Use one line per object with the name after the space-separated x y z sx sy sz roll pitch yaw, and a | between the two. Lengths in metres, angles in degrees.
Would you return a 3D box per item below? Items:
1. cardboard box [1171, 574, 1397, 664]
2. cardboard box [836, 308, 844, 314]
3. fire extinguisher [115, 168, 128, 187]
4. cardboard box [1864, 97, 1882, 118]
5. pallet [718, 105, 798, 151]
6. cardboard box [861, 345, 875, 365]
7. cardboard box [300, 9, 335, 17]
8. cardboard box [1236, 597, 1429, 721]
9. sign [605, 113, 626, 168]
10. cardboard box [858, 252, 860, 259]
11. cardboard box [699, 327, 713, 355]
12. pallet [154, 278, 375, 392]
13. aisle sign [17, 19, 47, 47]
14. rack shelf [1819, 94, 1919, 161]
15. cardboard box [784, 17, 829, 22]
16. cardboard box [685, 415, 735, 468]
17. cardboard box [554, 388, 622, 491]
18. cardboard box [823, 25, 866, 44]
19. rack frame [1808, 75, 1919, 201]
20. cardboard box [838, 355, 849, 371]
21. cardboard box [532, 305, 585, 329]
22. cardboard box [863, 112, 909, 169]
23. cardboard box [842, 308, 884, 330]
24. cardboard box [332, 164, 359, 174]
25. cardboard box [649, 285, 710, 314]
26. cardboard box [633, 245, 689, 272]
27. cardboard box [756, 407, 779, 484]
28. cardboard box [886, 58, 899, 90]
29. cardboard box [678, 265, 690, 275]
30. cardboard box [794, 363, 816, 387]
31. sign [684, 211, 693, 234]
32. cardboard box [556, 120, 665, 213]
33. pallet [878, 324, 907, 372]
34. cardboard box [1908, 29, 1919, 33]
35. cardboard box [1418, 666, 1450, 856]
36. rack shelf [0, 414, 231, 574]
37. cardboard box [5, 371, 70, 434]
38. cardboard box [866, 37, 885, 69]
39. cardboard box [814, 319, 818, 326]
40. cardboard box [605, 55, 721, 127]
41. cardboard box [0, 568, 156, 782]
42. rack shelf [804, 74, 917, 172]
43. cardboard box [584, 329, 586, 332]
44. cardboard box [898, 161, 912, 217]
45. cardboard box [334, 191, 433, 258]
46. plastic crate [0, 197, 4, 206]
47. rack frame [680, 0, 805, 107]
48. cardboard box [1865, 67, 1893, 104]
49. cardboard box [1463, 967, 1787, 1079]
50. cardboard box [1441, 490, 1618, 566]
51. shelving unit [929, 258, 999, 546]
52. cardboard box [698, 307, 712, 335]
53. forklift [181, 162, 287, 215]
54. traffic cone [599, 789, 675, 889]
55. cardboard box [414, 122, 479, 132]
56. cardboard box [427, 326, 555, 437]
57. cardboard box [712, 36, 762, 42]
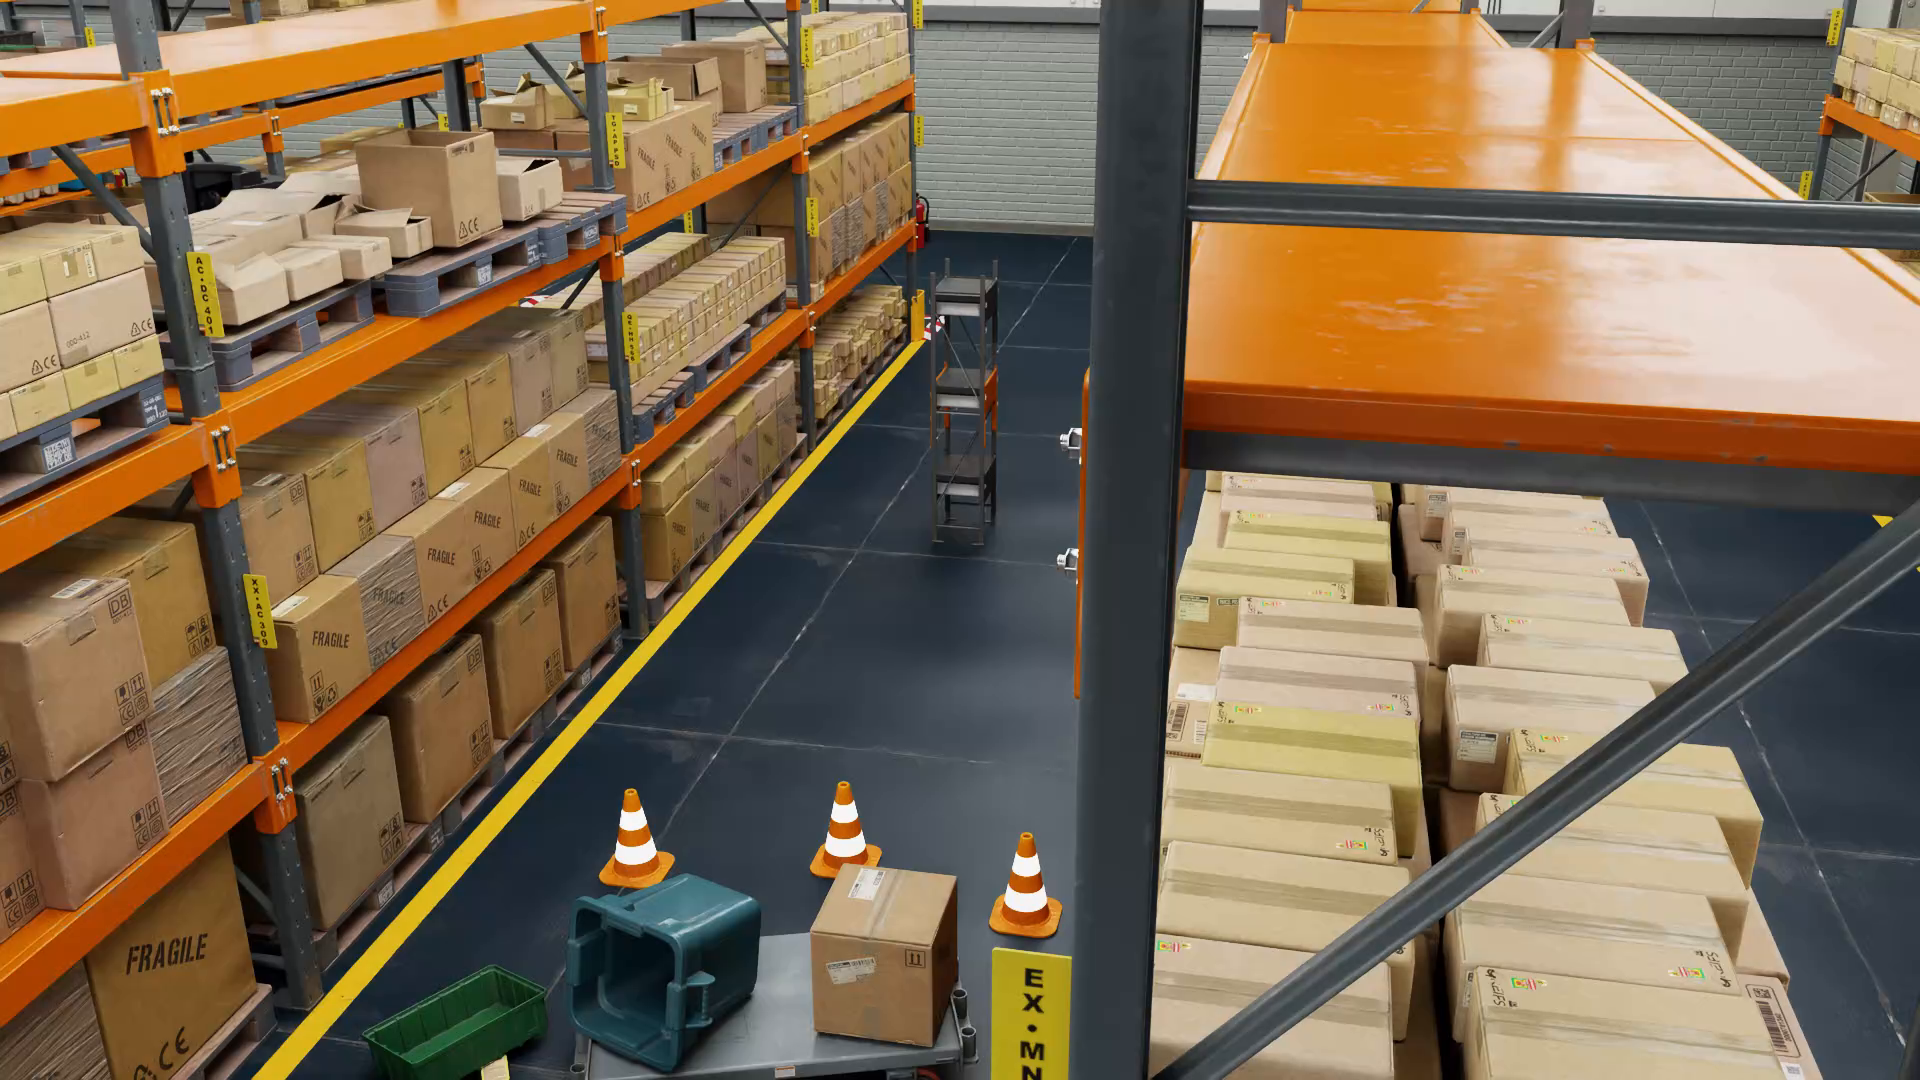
0.774 0.269 3.959 0.500 0.250 0.500 5 22 11 | cardboard box
-1.407 -2.343 17.513 0.380 0.149 0.250 5 22 12 | cardboard box
-10.182 -4.301 20.121 0.296 0.674 0.183 4 22 11 | fire extinguisher
8.165 -3.786 14.559 0.380 0.149 0.250 4 22 11 | cardboard box
-2.021 -3.321 13.320 1.213 0.211 1.003 4 22 11 | pallet
-1.073 -1.881 16.764 0.380 0.149 0.250 5 22 12 | cardboard box
-6.411 -4.815 15.950 0.700 0.500 0.500 6 23 14 | cardboard box
0.770 0.246 3.481 0.380 0.149 0.250 4 22 9 | cardboard box
-2.065 -2.394 9.969 0.100 0.325 0.005 4 22 11 | sign
-1.182 -2.783 16.085 0.380 0.149 0.250 5 23 13 | cardboard box
-2.049 -1.483 12.295 0.380 0.149 0.250 5 22 12 | cardboard box
-3.284 -0.950 7.439 0.805 0.209 1.217 4 22 9 | pallet
-10.934 -5.745 19.622 0.394 0.787 0.004 4 22 11 | aisle sign
8.344 -3.306 13.995 1.077 0.370 4.000 4 22 11 | rack shelf
-1.510 -5.060 16.386 0.380 0.149 0.250 5 22 12 | cardboard box
-2.012 -0.754 12.490 0.500 0.250 0.500 5 22 11 | cardboard box
-2.436 -0.633 10.275 0.500 0.500 0.500 4 22 11 | cardboard box
-1.090 -4.731 15.567 0.380 0.149 0.250 4 22 9 | cardboard box
8.752 -2.980 16.237 1.000 3.000 0.127 4 22 11 | rack frame
-1.288 -1.741 16.018 0.380 0.149 0.250 6 23 13 | cardboard box
-2.849 -1.527 11.608 0.380 0.149 0.250 5 23 13 | cardboard box
-0.824 -4.159 17.295 0.500 0.500 0.500 4 22 10 | cardboard box
-0.986 -2.248 16.878 0.380 0.149 0.250 5 23 13 | cardboard box
-3.072 -1.903 9.054 0.500 0.250 0.500 5 22 12 | cardboard box
-2.056 -1.761 12.188 0.380 0.149 0.250 5 23 13 | cardboard box
-2.427 -2.283 13.486 0.380 0.149 0.250 5 22 11 | cardboard box
-1.800 -0.792 13.589 0.500 0.500 0.500 4 22 10 | cardboard box
-0.905 -4.645 16.558 0.500 0.250 0.500 4 22 11 | cardboard box
-2.424 -2.152 13.558 0.380 0.149 0.250 5 22 12 | cardboard box
-1.518 -1.493 15.003 0.380 0.149 0.250 5 23 13 | cardboard box
-2.323 -2.674 14.320 0.100 0.325 0.005 4 22 11 | sign
-2.230 -2.398 10.643 0.500 0.500 0.500 4 22 11 | cardboard box
-1.190 -2.081 17.739 1.003 0.211 1.213 4 22 11 | pallet
8.935 -4.488 15.099 0.500 0.250 0.500 4 22 9 | cardboard box
1.184 0.497 3.391 0.500 0.250 0.500 5 22 12 | cardboard box
-3.831 0.365 4.879 1.077 0.370 4.000 4 22 11 | rack shelf
-3.287 -0.480 5.656 0.380 0.149 0.250 5 22 12 | cardboard box
-1.030 -4.689 15.997 0.500 0.250 0.500 5 22 12 | cardboard box
-1.621 -2.098 16.505 0.380 0.149 0.250 5 22 11 | cardboard box
-2.234 -3.313 12.350 0.797 0.503 0.637 4 22 10 | cardboard box
-3.530 0.463 6.042 0.875 0.550 0.550 4 22 11 | cardboard box
-1.383 -4.023 15.776 1.077 0.370 4.000 4 22 11 | rack shelf
-2.848 -1.397 11.683 0.380 0.149 0.250 5 22 12 | cardboard box
-0.814 -3.697 17.487 0.500 0.500 0.500 5 22 12 | cardboard box
-2.834 -1.547 8.148 0.396 0.266 0.258 4 22 11 | cardboard box
-10.796 -3.765 18.459 0.298 0.136 0.250 4 22 11 | plastic crate
-1.791 -5.017 13.265 1.000 3.000 0.127 4 22 11 | rack frame
8.194 -3.924 14.370 0.500 0.250 0.500 4 22 9 | cardboard box
0.899 0.736 2.265 0.380 0.149 0.250 4 22 11 | cardboard box
1.394 -0.001 4.094 0.380 0.149 0.250 5 22 12 | cardboard box
0.034 -1.035 12.612 0.431 2.100 0.503 4 22 11 | shelving unit
-2.050 -1.620 12.237 0.380 0.149 0.250 4 22 10 | cardboard box
-5.252 -1.007 11.430 1.130 2.935 3.031 10 24 24 | forklift
-1.671 1.493 8.527 0.336 0.463 0.334 4 22 11 | traffic cone
-5.652 -4.330 18.389 0.500 0.500 0.500 5 22 12 | cardboard box
-2.810 -0.933 9.683 0.700 0.500 0.500 4 22 10 | cardboard box
-1.942 -4.298 14.493 0.380 0.149 0.250 4 22 11 | cardboard box
